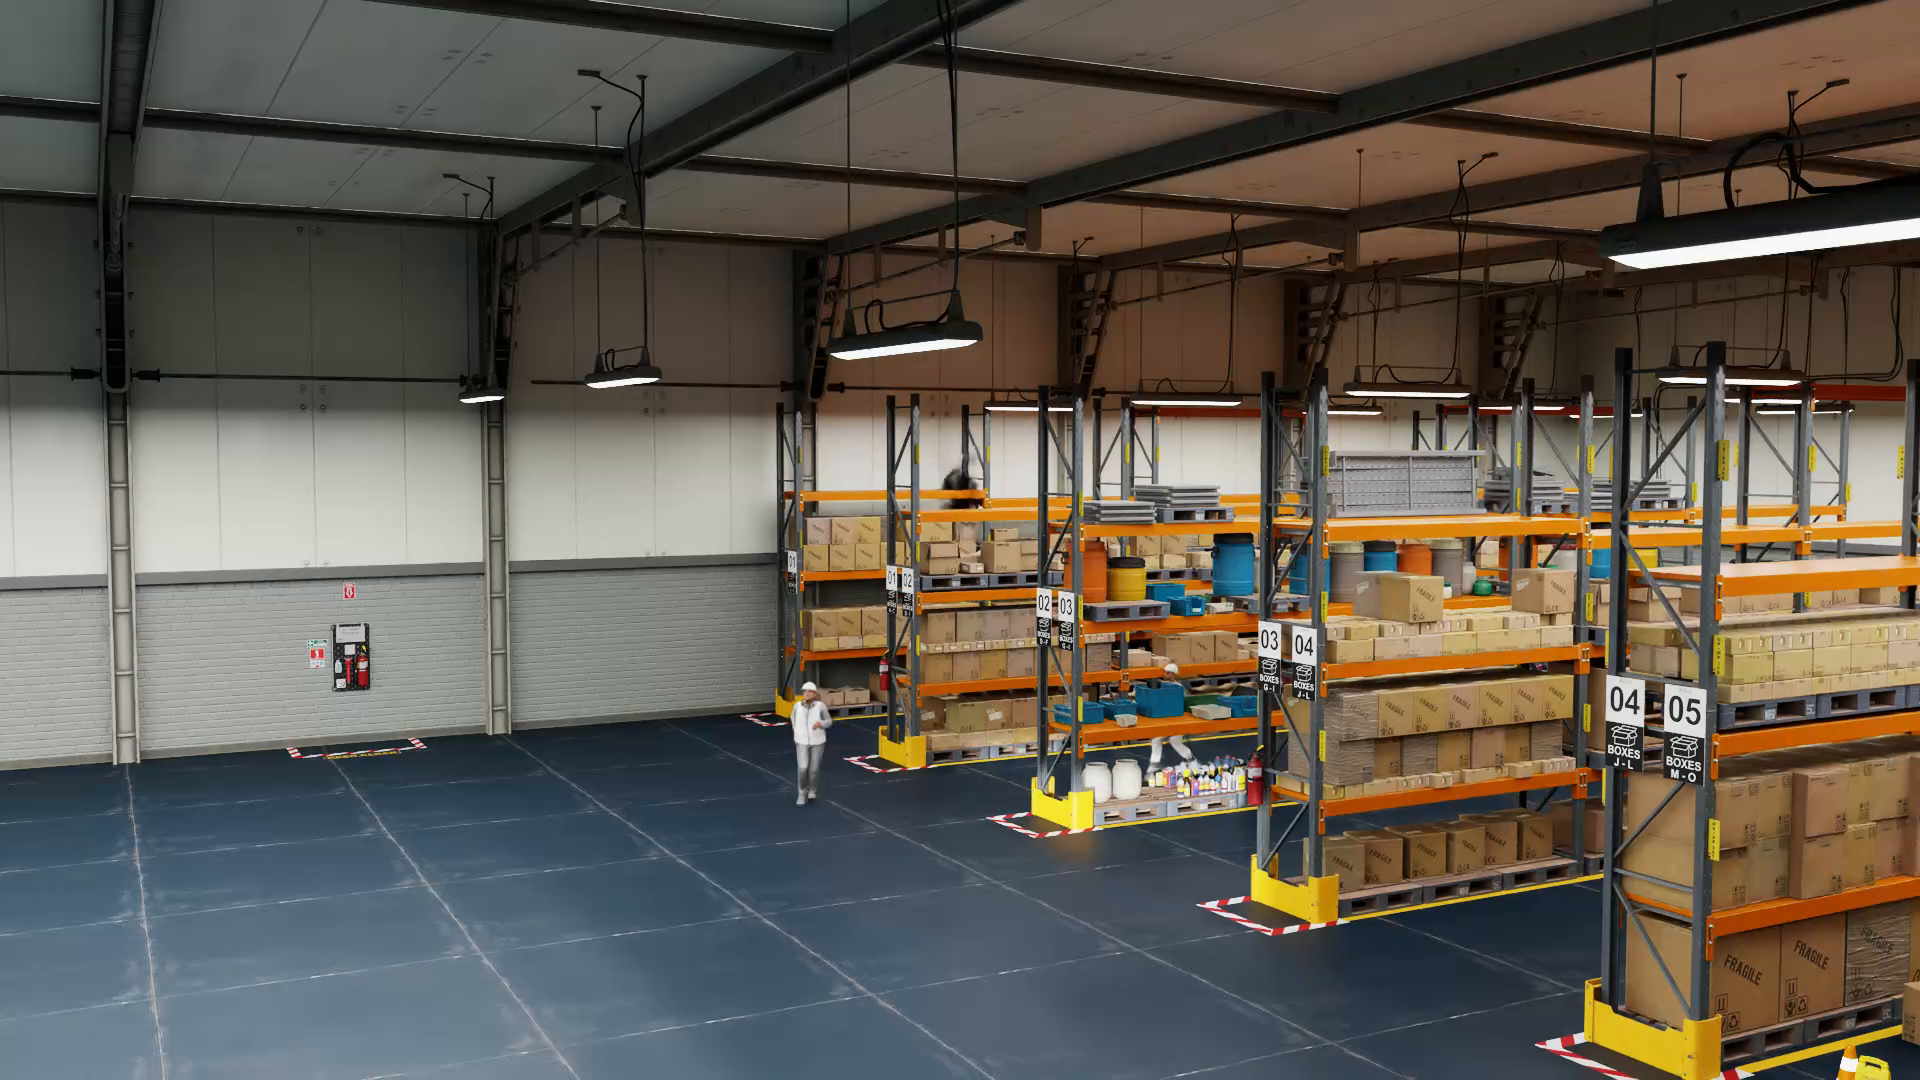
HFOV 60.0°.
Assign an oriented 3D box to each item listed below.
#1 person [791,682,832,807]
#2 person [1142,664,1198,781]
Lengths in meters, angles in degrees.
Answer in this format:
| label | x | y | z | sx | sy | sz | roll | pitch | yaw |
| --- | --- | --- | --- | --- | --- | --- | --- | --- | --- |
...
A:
| label | x | y | z | sx | sy | sz | roll | pitch | yaw |
| --- | --- | --- | --- | --- | --- | --- | --- | --- | --- |
| person | -2.147 | 2.943 | 23.937 | 0.627 | 1.816 | 0.739 | 0 | 3 | 0 |
| person | 3.217 | 2.791 | 25.570 | 0.980 | 1.787 | 0.652 | -2 | 4 | -29 |
